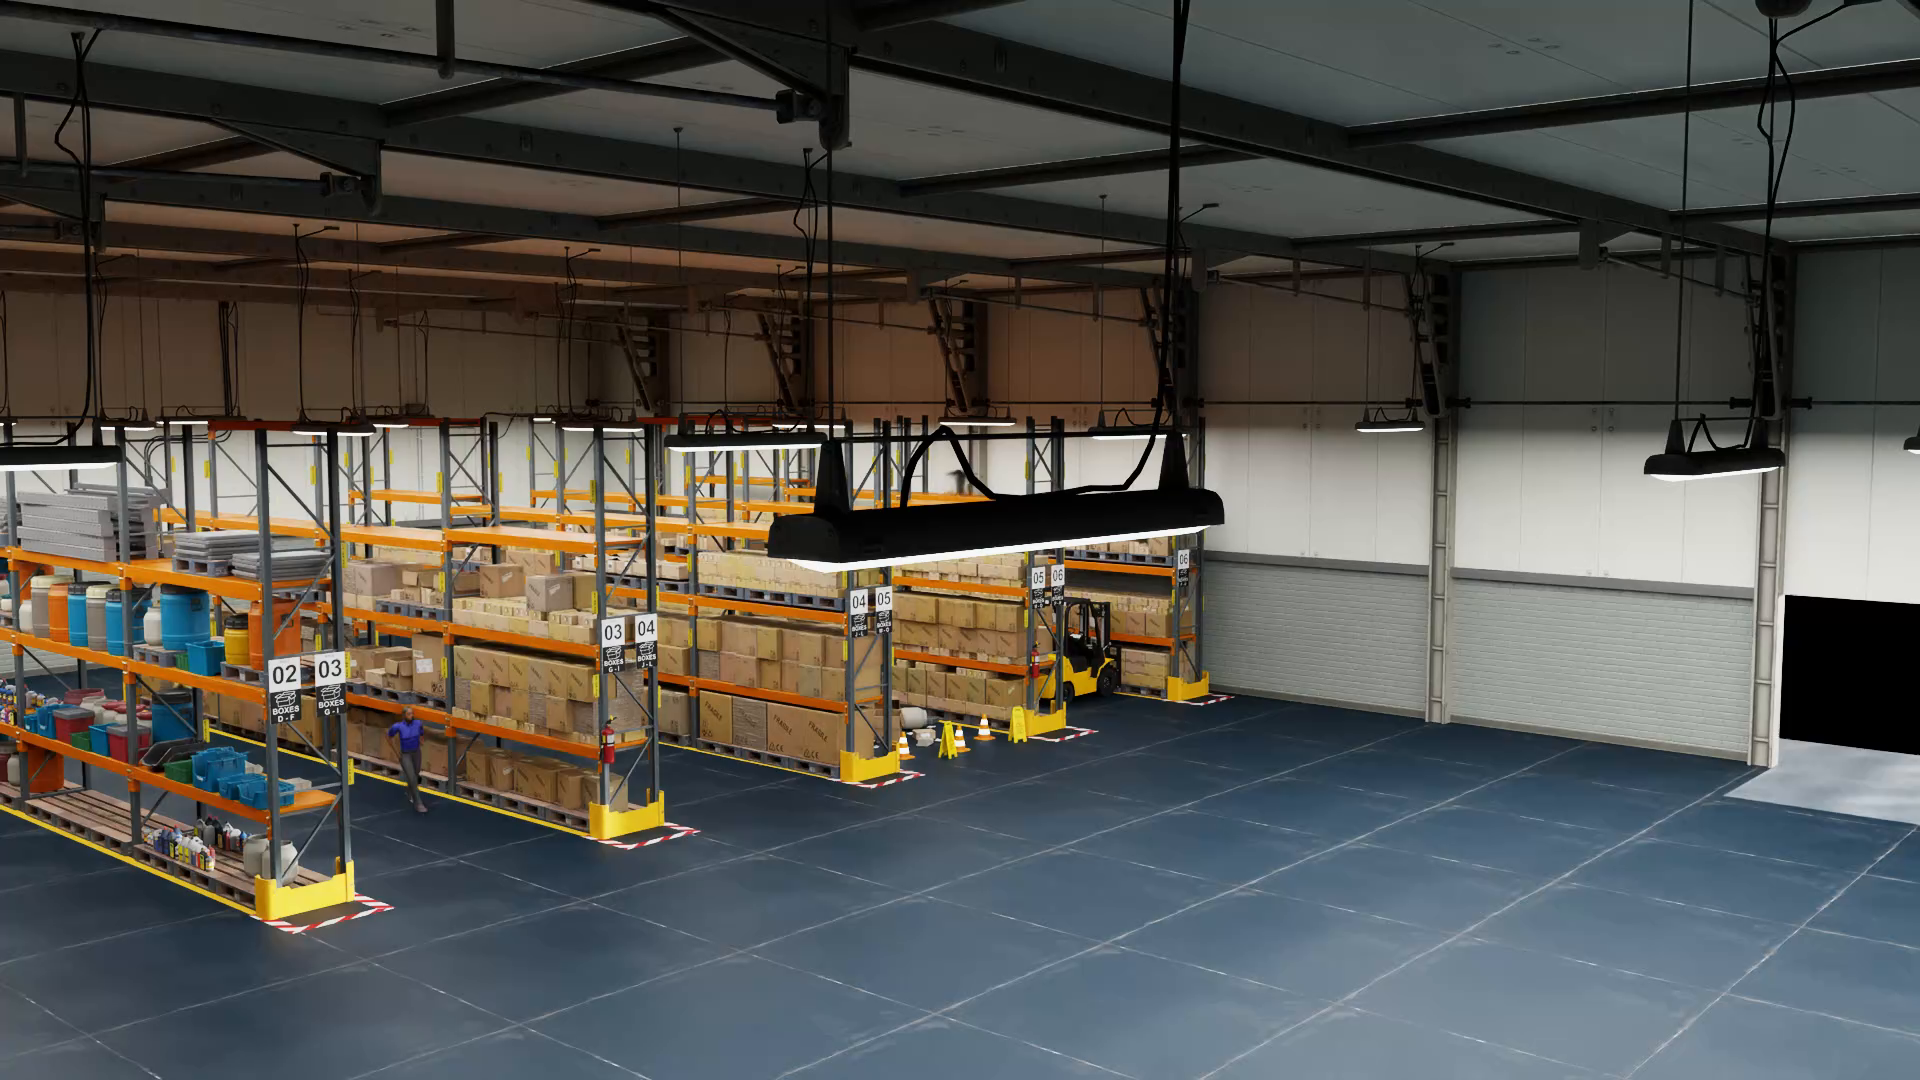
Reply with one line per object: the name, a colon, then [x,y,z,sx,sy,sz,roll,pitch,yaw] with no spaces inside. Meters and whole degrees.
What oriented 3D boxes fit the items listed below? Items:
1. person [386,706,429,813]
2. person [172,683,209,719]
person: [-8.535,3.360,25.737,0.841,1.630,0.577,4,6,43]
person: [-13.808,3.006,29.970,0.605,1.631,0.578,4,6,39]
